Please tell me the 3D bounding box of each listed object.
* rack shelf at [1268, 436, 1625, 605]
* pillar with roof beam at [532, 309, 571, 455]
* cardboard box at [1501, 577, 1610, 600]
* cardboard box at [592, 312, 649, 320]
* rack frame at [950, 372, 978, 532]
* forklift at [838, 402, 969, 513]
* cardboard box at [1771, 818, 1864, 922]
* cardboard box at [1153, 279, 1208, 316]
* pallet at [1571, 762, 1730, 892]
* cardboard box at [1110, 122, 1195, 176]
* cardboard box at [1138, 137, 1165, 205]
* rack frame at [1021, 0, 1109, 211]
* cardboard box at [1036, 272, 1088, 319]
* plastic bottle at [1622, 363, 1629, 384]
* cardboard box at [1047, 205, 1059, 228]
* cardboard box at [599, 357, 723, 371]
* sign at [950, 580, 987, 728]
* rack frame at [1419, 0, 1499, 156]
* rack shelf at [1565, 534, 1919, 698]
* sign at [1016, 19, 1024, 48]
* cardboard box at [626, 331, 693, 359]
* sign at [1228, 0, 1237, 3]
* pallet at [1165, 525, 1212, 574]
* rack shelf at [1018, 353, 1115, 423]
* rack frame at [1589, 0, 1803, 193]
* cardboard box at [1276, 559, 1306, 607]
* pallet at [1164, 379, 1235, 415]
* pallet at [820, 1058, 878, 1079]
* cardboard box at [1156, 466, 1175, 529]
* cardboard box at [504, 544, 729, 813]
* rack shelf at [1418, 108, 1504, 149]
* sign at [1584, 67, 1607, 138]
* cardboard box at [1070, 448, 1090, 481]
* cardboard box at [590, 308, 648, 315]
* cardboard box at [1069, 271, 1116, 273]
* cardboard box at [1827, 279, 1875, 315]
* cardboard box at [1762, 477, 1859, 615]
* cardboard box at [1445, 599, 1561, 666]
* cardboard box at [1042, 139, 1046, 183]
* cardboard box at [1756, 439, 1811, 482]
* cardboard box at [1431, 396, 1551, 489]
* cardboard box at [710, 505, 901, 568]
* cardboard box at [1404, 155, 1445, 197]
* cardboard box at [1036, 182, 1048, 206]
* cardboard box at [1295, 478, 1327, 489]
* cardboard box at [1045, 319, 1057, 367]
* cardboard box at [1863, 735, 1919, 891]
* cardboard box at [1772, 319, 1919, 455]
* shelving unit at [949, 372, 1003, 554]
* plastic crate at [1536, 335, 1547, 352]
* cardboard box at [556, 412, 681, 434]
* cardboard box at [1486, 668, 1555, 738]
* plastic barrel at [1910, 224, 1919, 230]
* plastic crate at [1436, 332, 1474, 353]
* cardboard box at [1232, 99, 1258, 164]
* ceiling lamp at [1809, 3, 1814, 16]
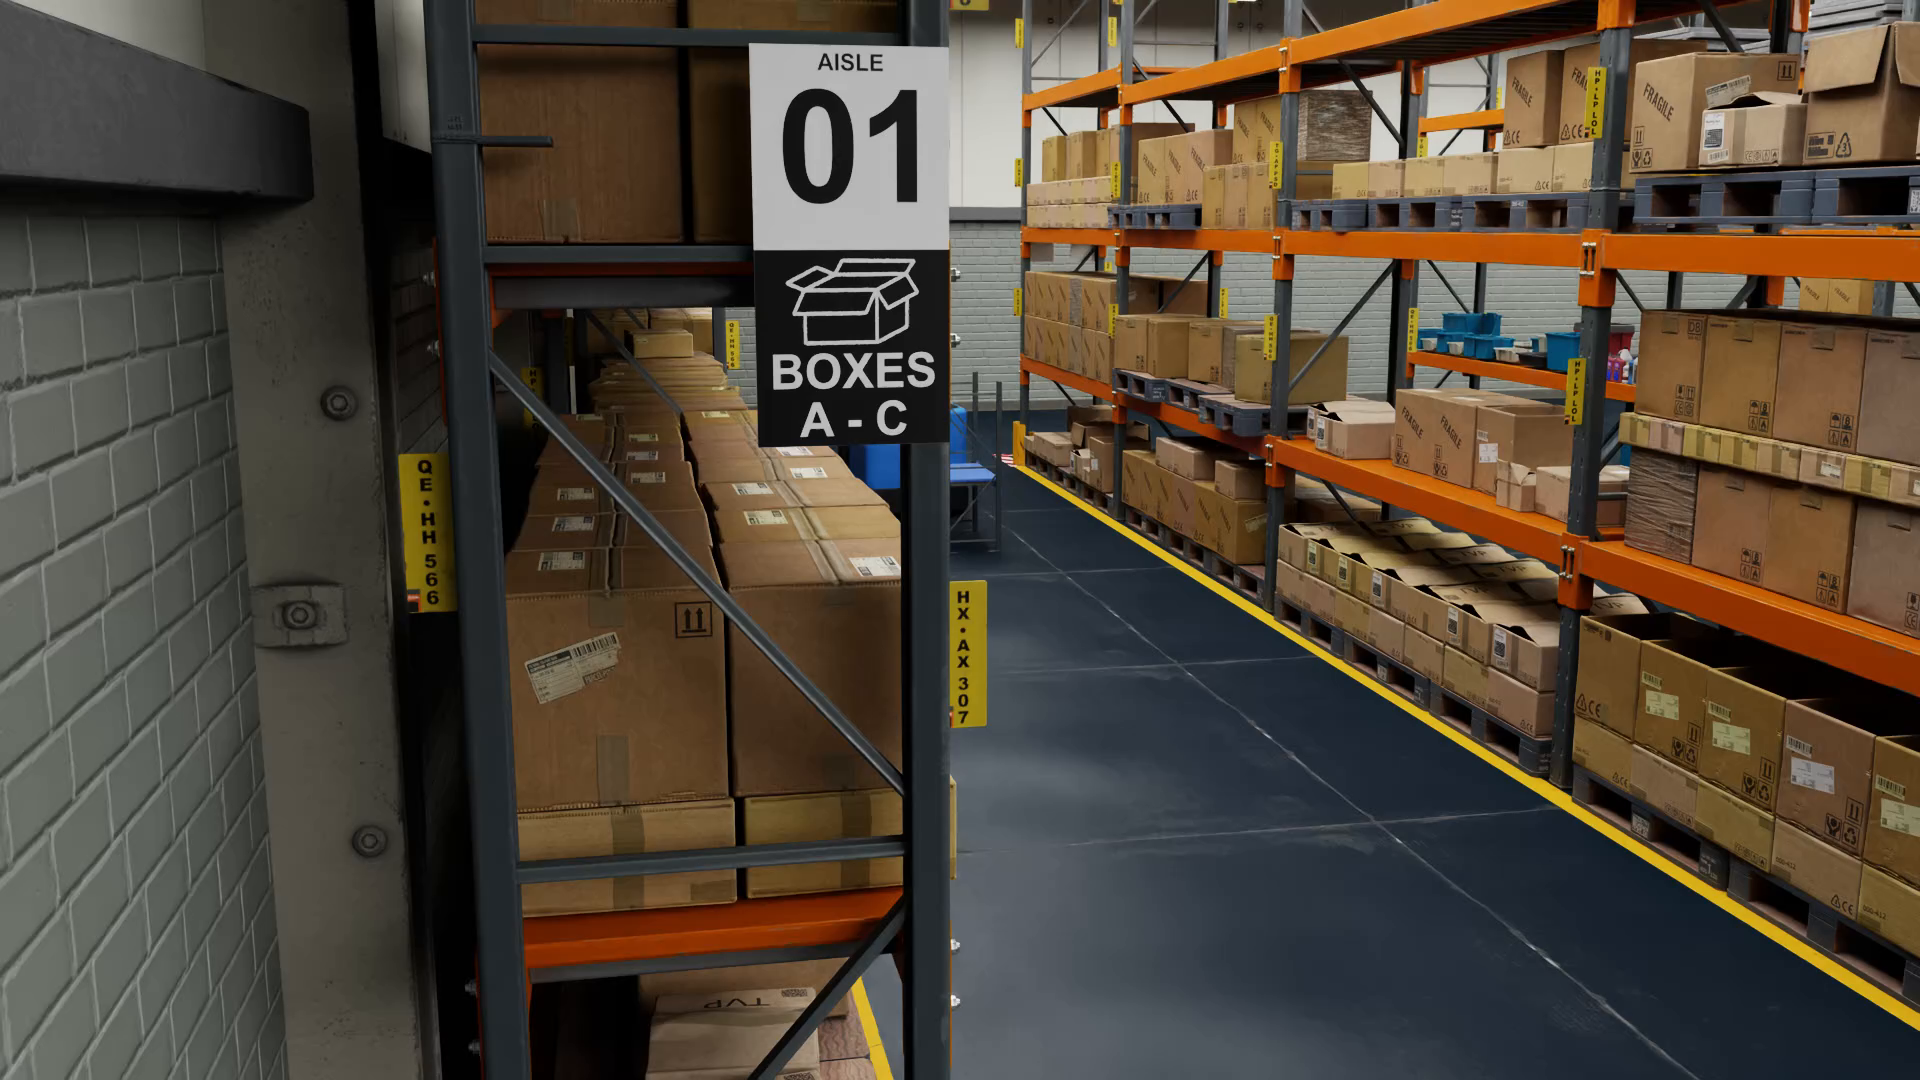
[{"bbox_3d":[3.168,-0.234,10.381,1.077,0.370,4.000,-2,11,-11],"label":"rack shelf"},{"bbox_3d":[0.381,-4.708,15.916,9.100,9.000,0.400,-2,11,-11],"label":"pillar with roof beam"},{"bbox_3d":[3.527,0.377,9.980,0.500,0.311,0.500,-2,11,-13],"label":"cardboard box"},{"bbox_3d":[-2.519,-1.516,12.069,0.500,0.250,0.500,-2,11,-13],"label":"cardboard box"},{"bbox_3d":[-0.082,-0.814,15.517,0.500,1.500,0.032,-2,11,-11],"label":"rack frame"},{"bbox_3d":[-0.741,-1.919,17.493,1.130,2.935,3.031,-2,11,-13],"label":"forklift"},{"bbox_3d":[3.637,1.295,6.654,0.500,0.250,0.500,-2,11,-11],"label":"cardboard box"},{"bbox_3d":[2.185,-2.325,16.500,0.500,0.500,0.500,-2,11,-10],"label":"cardboard box"},{"bbox_3d":[3.671,1.297,7.873,1.003,0.211,1.213,-2,11,-11],"label":"pallet"},{"bbox_3d":[1.869,-3.790,16.173,0.700,0.500,0.500,-2,11,-11],"label":"cardboard box"},{"bbox_3d":[2.027,-3.371,15.258,0.600,0.600,0.600,-3,11,-16],"label":"cardboard box"},{"bbox_3d":[1.223,-5.369,19.389,1.000,3.000,0.127,-2,11,-11],"label":"rack frame"},{"bbox_3d":[1.160,-2.775,18.867,0.500,0.500,0.500,-2,11,-10],"label":"cardboard box"},{"bbox_3d":[6.580,-1.642,16.386,0.097,0.201,0.097,0,11,0],"label":"plastic bottle"},{"bbox_3d":[1.257,-3.534,18.174,0.500,0.250,0.500,-2,11,-11],"label":"cardboard box"},{"bbox_3d":[-1.843,-0.851,10.256,0.700,0.500,0.500,-3,11,-16],"label":"cardboard box"},{"bbox_3d":[0.009,0.249,3.605,0.100,0.325,0.005,-2,11,-11],"label":"sign"},{"bbox_3d":[6.083,-5.548,20.332,1.000,3.000,0.127,-2,11,-11],"label":"rack frame"},{"bbox_3d":[3.946,0.500,6.527,1.077,0.370,4.000,-2,11,-11],"label":"rack shelf"},{"bbox_3d":[0.691,-5.847,19.191,0.100,0.325,0.005,-2,11,-11],"label":"sign"},{"bbox_3d":[-1.906,-1.237,10.546,0.380,0.149,0.250,-4,12,-21],"label":"cardboard box"},{"bbox_3d":[2.544,-5.193,15.544,0.100,0.325,0.005,-2,11,-11],"label":"sign"},{"bbox_3d":[2.437,0.054,14.402,1.003,0.211,1.213,-2,11,-11],"label":"pallet"},{"bbox_3d":[1.612,-1.701,18.090,1.077,0.370,4.000,-2,11,-11],"label":"rack shelf"},{"bbox_3d":[3.557,-3.168,7.826,1.000,3.000,0.127,-2,11,-11],"label":"rack frame"},{"bbox_3d":[2.593,0.297,11.898,0.500,0.250,0.500,-2,11,-11],"label":"cardboard box"},{"bbox_3d":[2.396,-1.216,14.132,1.003,0.211,1.213,-2,11,-11],"label":"pallet"},{"bbox_3d":[-0.661,1.899,4.706,1.003,0.211,1.213,-2,11,-11],"label":"pallet"},{"bbox_3d":[2.061,-0.389,14.781,0.500,0.500,0.500,-2,11,-10],"label":"cardboard box"},{"bbox_3d":[-0.824,0.311,3.938,0.500,0.500,0.500,-2,11,-12],"label":"cardboard box"},{"bbox_3d":[6.472,-4.631,18.509,1.077,0.370,4.000,-2,11,-11],"label":"rack shelf"},{"bbox_3d":[3.027,-2.081,7.915,0.100,0.325,0.005,-2,11,-11],"label":"sign"},{"bbox_3d":[1.466,-0.815,17.523,0.500,0.311,0.500,-2,11,-11],"label":"cardboard box"},{"bbox_3d":[-2.616,-1.610,12.564,0.500,0.250,0.500,-2,11,-12],"label":"cardboard box"},{"bbox_3d":[1.579,-2.890,19.471,0.500,0.500,0.500,-2,11,-12],"label":"cardboard box"},{"bbox_3d":[10.973,-2.938,20.261,0.500,0.500,0.500,-2,11,-13],"label":"cardboard box"},{"bbox_3d":[3.852,0.000,6.960,0.700,0.500,0.500,-2,11,-10],"label":"cardboard box"},{"bbox_3d":[3.090,0.489,9.388,0.500,0.311,0.500,-2,11,-9],"label":"cardboard box"},{"bbox_3d":[1.339,-4.342,19.075,0.700,0.500,0.500,-2,11,-11],"label":"cardboard box"},{"bbox_3d":[3.619,-0.345,7.037,0.380,0.149,0.250,-2,11,-13],"label":"cardboard box"},{"bbox_3d":[3.224,-0.600,10.111,0.500,0.500,0.500,-2,11,-11],"label":"cardboard box"},{"bbox_3d":[-0.408,0.200,4.520,0.500,0.500,0.500,-2,11,-11],"label":"cardboard box"},{"bbox_3d":[3.142,-2.278,10.454,0.500,0.250,0.500,-2,11,-12],"label":"cardboard box"},{"bbox_3d":[1.158,-3.871,18.609,0.500,0.250,0.500,-2,11,-11],"label":"cardboard box"},{"bbox_3d":[2.771,-0.224,13.915,0.500,0.500,0.500,-2,11,-12],"label":"cardboard box"},{"bbox_3d":[1.251,-2.193,18.482,0.500,0.500,0.500,-2,11,-11],"label":"cardboard box"},{"bbox_3d":[3.730,1.019,6.101,0.500,0.500,0.500,-2,11,-11],"label":"cardboard box"},{"bbox_3d":[3.846,-0.641,6.860,0.700,0.500,0.500,-2,11,-11],"label":"cardboard box"},{"bbox_3d":[0.017,-0.721,15.028,0.538,1.500,1.048,-2,11,-11],"label":"shelving unit"},{"bbox_3d":[6.744,-2.125,18.550,0.437,0.282,0.530,-2,11,-11],"label":"plastic crate"},{"bbox_3d":[-1.415,-0.251,6.886,0.500,0.500,0.500,-2,11,-12],"label":"cardboard box"},{"bbox_3d":[3.192,0.858,8.949,0.500,0.250,0.500,-2,11,-12],"label":"cardboard box"},{"bbox_3d":[7.398,-2.594,12.535,0.421,0.512,0.421,0,11,0],"label":"plastic barrel"},{"bbox_3d":[5.936,-2.370,19.968,0.416,0.233,0.300,-2,11,-11],"label":"plastic crate"},{"bbox_3d":[2.502,-3.235,13.262,0.500,0.500,0.500,-2,11,-11],"label":"cardboard box"},{"bbox_3d":[12.906,-9.180,23.803,2.000,3.185,0.800,-2,11,-11],"label":"ceiling lamp"}]
